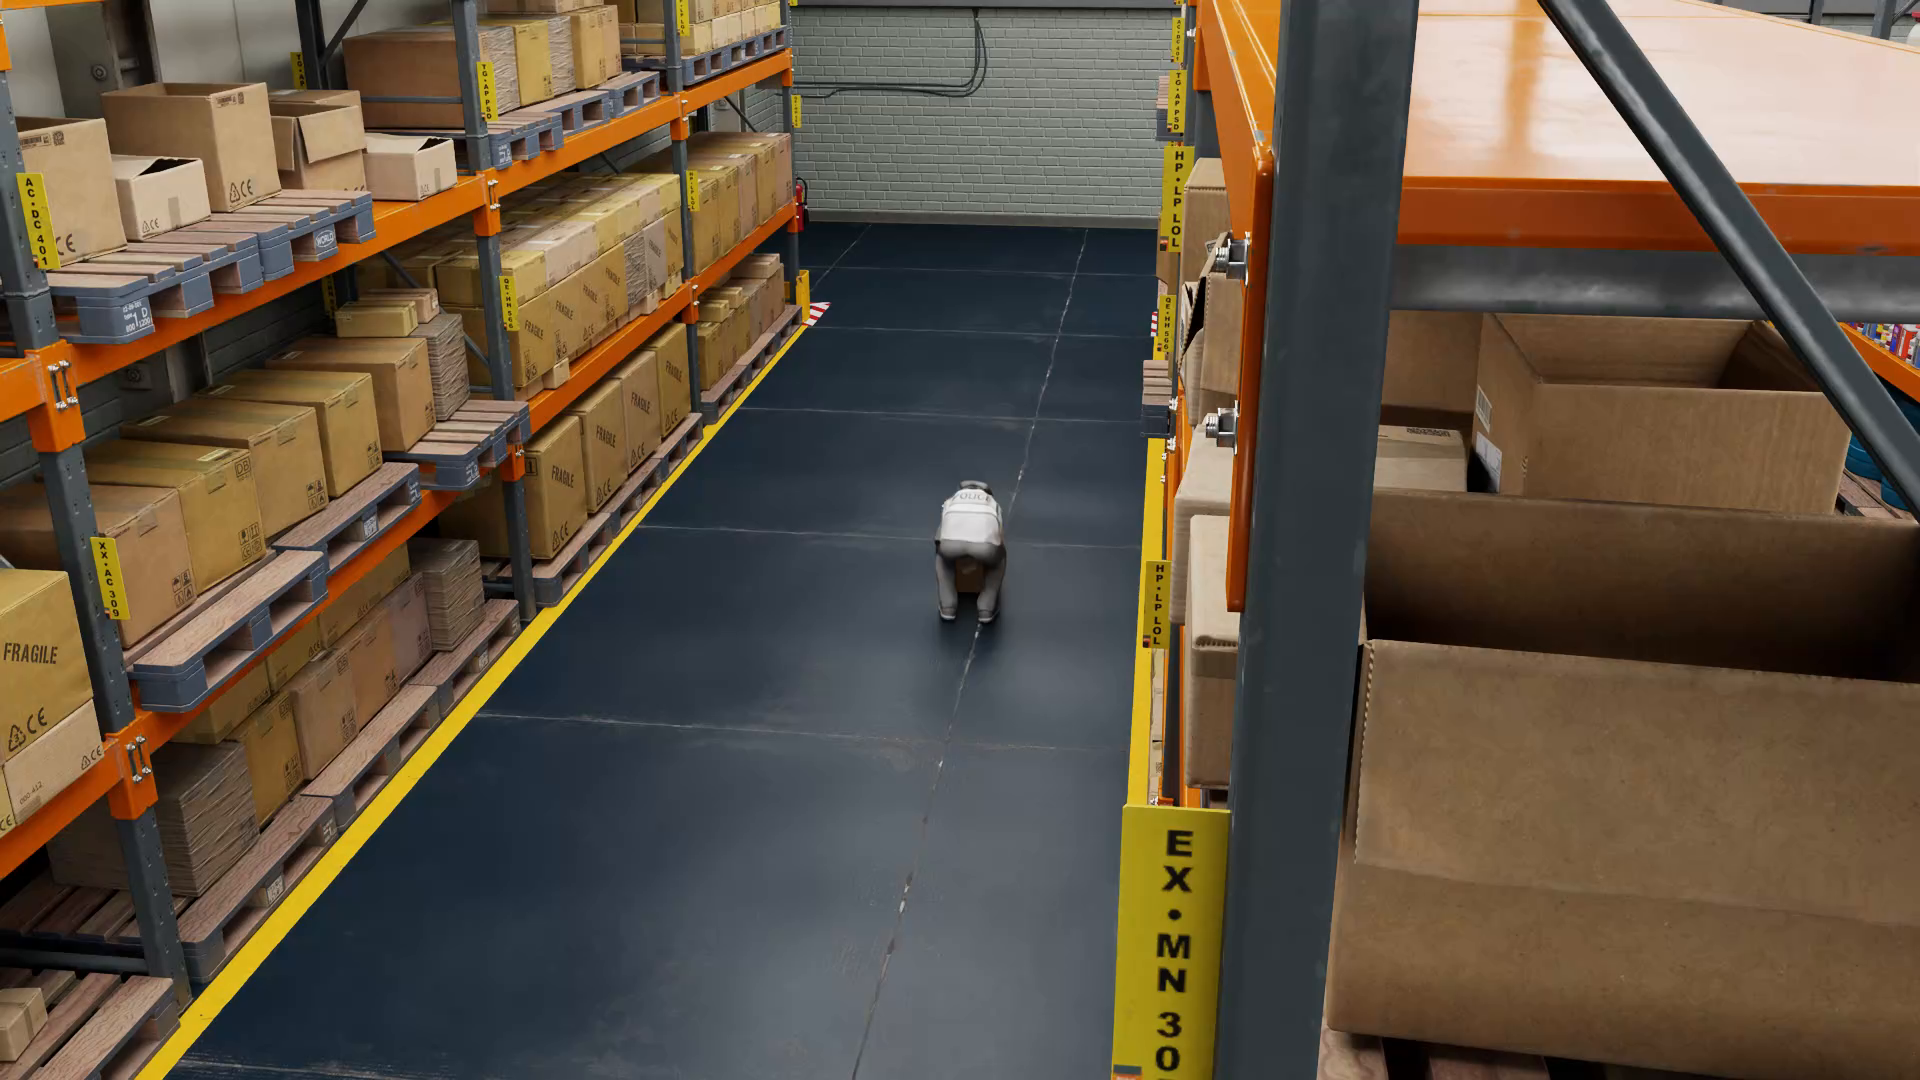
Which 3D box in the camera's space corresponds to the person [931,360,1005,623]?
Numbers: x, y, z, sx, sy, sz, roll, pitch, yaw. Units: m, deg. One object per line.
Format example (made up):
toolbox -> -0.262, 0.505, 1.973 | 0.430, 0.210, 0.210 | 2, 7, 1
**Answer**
person -> 0.058, -0.321, 10.370 | 0.450, 1.688, 0.540 | 3, 21, 7
